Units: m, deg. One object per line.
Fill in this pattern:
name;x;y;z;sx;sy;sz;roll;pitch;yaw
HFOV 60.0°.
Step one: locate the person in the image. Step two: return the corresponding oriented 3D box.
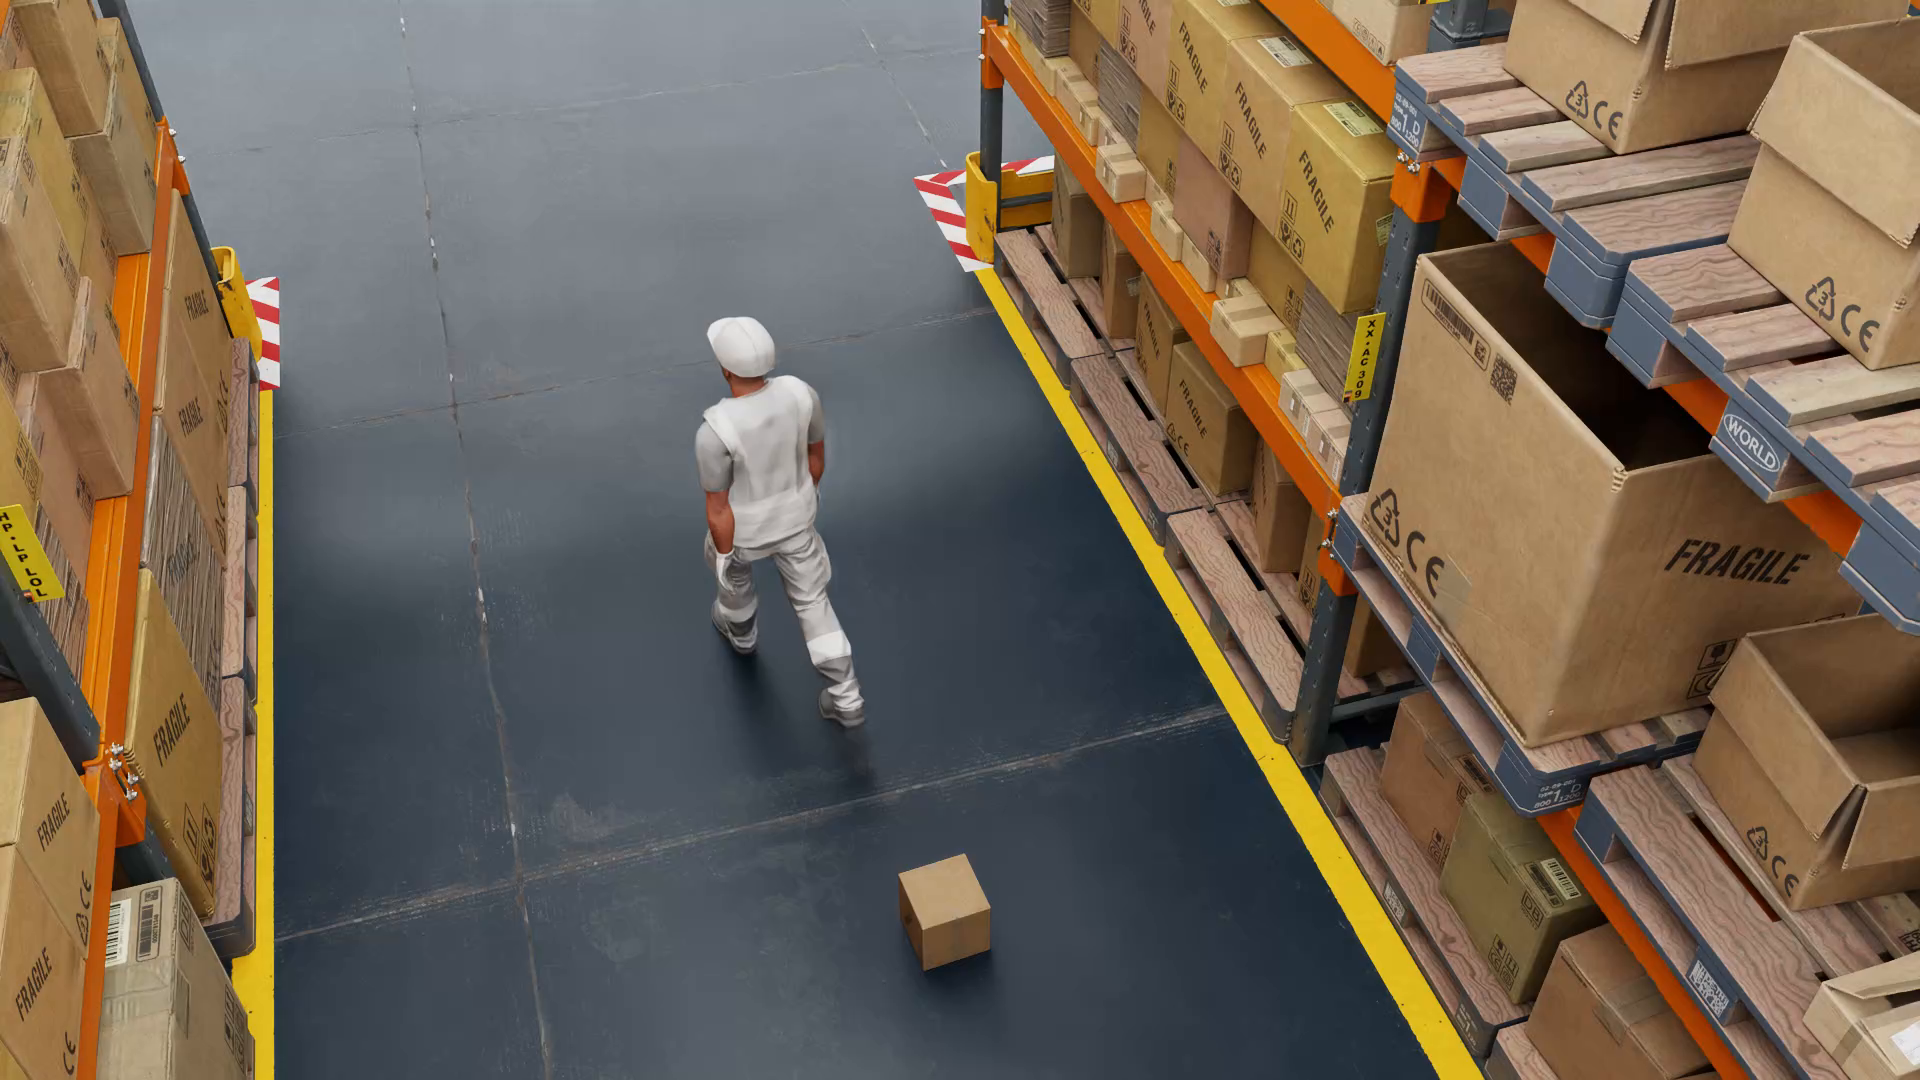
person;-0.711;-0.067;6.225;0.527;1.753;1.032;-21;46;-22
